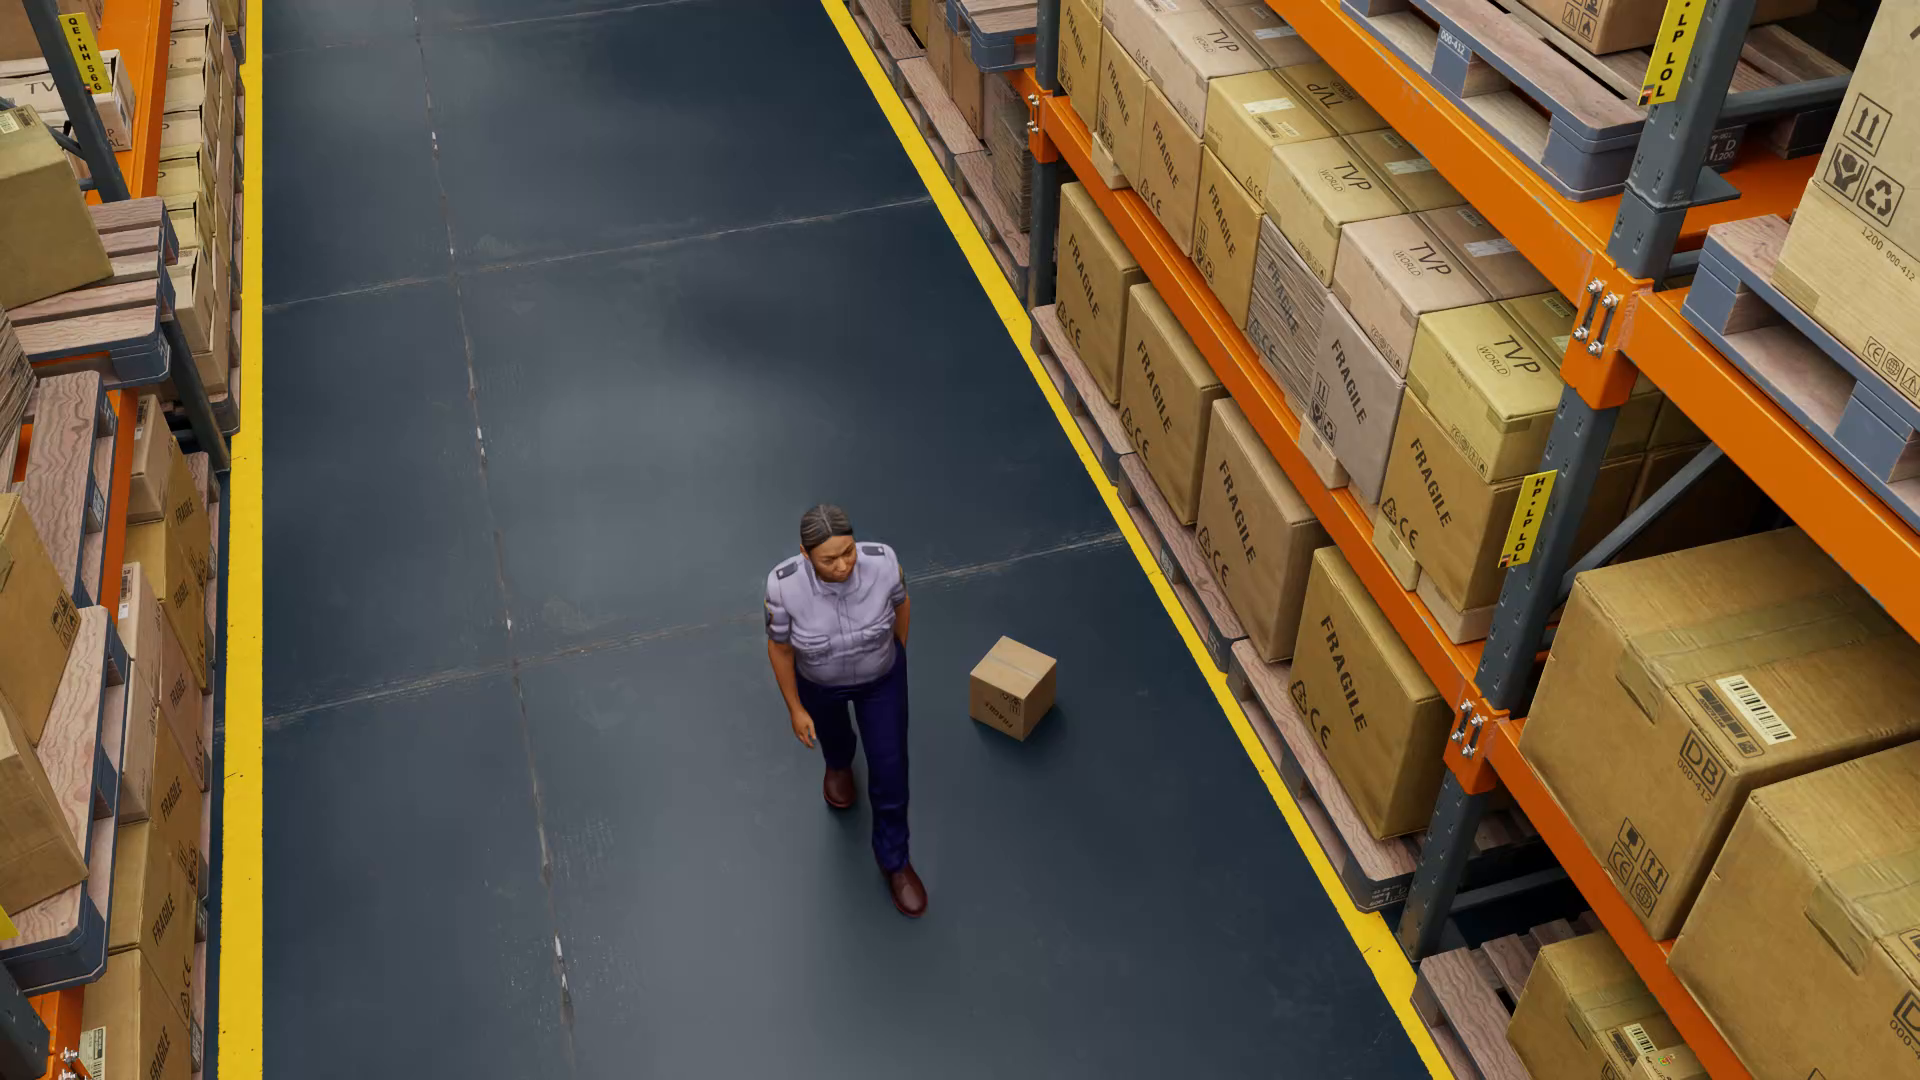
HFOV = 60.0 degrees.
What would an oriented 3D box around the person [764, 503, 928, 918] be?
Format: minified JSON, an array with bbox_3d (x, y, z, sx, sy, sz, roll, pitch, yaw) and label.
[{"bbox_3d":[-0.390,0.492,5.638,0.494,1.640,0.783,-3,43,-4],"label":"person"}]
